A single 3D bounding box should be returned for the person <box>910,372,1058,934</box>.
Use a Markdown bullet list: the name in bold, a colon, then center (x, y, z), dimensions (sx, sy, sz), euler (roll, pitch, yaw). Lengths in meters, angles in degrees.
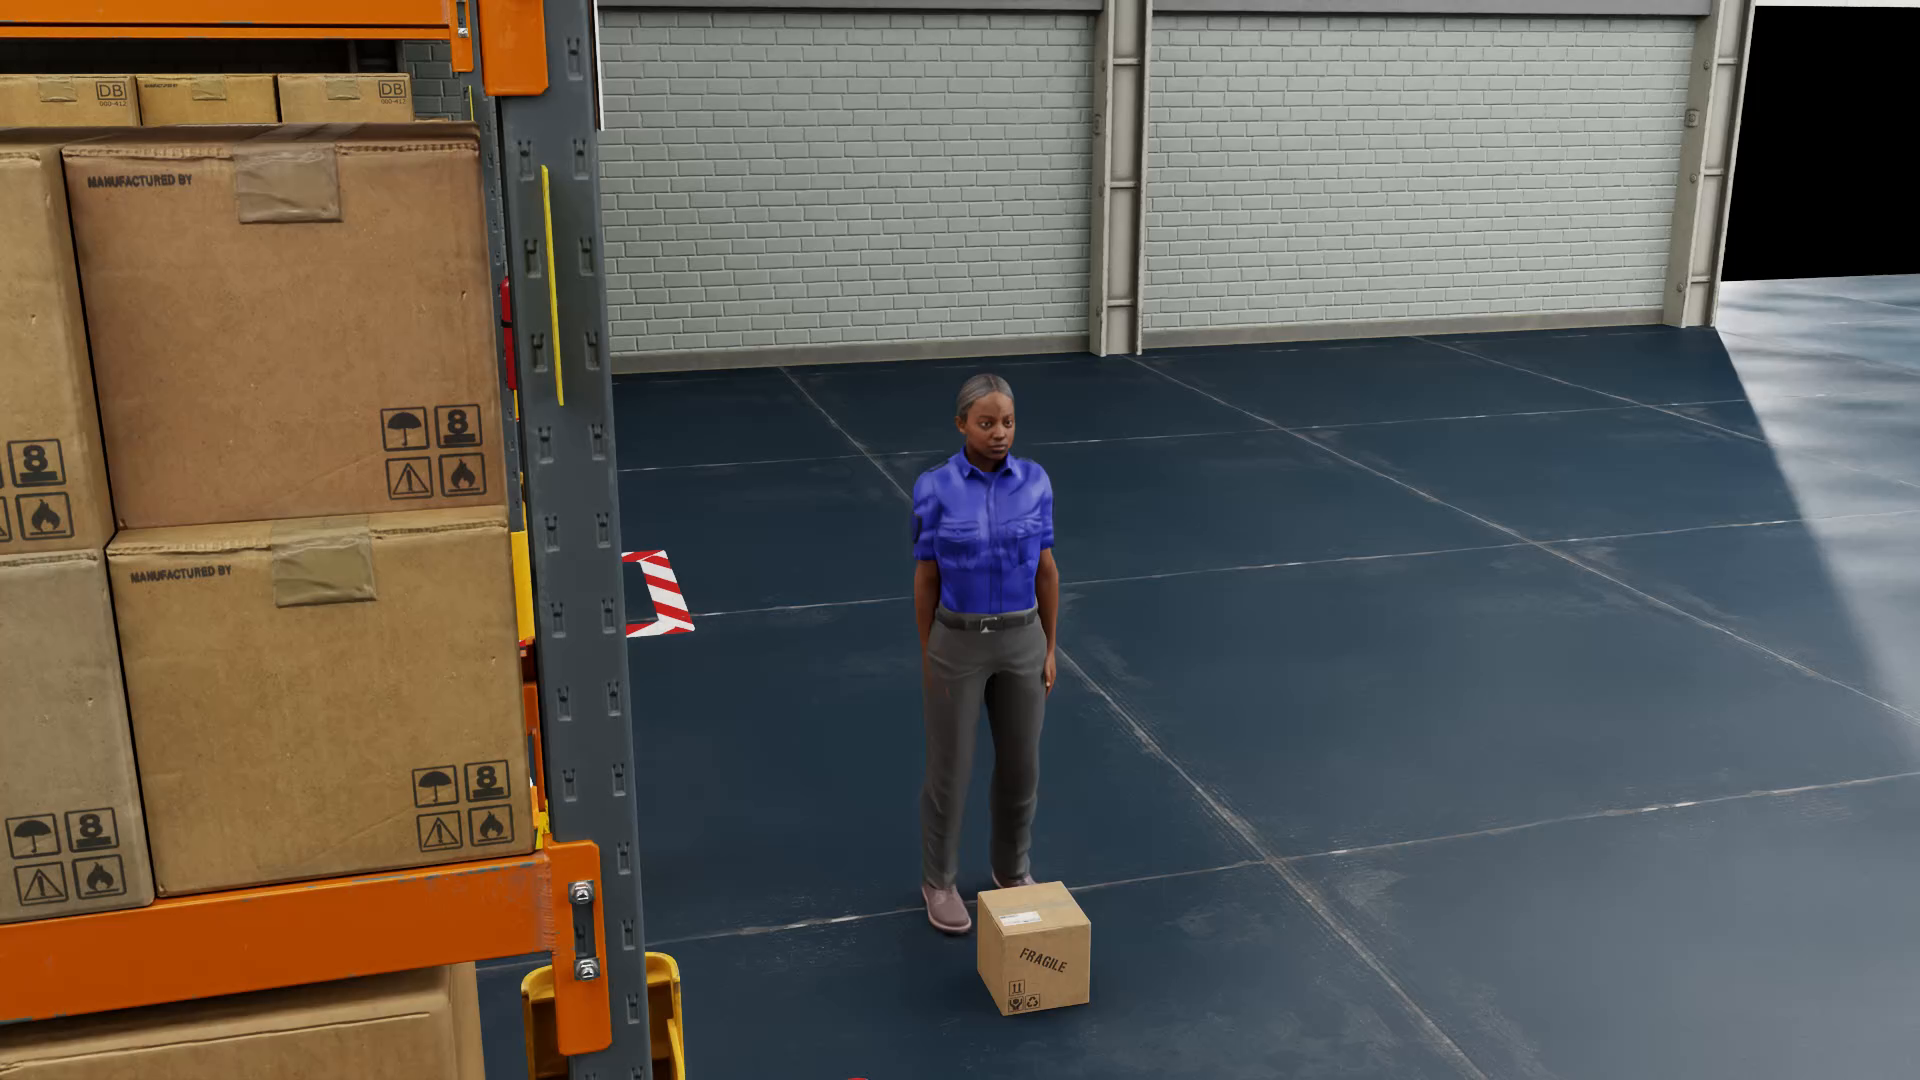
- **person**: center (0.082, 0.343, 4.896), dimensions (0.438, 1.680, 0.316), euler (-4, 17, -14)
